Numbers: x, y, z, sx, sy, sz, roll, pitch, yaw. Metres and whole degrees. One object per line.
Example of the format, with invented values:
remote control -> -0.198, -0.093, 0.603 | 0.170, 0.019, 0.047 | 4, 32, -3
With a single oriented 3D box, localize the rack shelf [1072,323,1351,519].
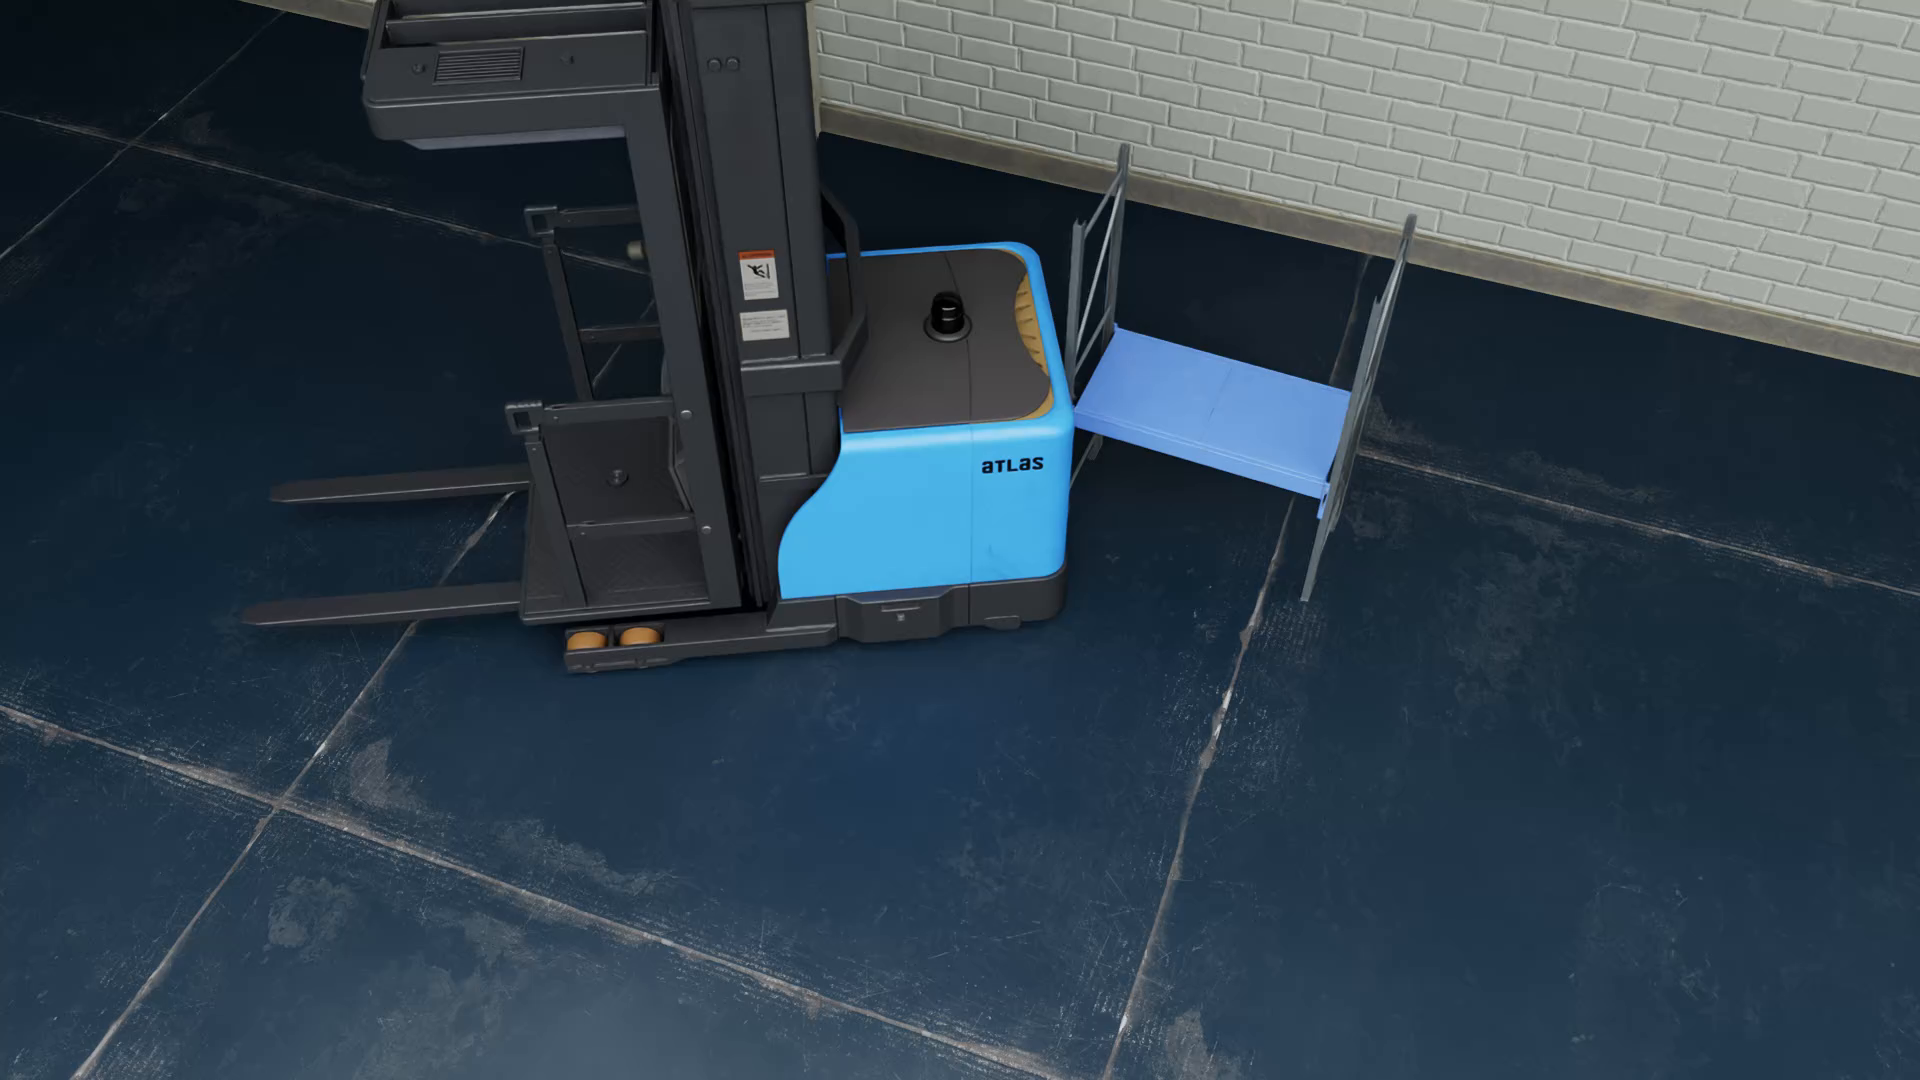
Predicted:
rack shelf -> 0.956, -0.461, 6.262 | 1.000, 0.185, 0.538 | 18, 51, 15

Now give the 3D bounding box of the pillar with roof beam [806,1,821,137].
pillar with roof beam -> -2.423, -1.934, 2.337 | 0.400, 9.000, 9.100 | 16, 51, 13

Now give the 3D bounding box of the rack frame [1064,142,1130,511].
rack frame -> 0.488, -0.728, 6.255 | 0.032, 1.500, 0.500 | 18, 51, 15

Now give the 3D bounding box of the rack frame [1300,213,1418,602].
rack frame -> 1.424, -0.429, 5.996 | 0.032, 1.500, 0.500 | 18, 51, 15

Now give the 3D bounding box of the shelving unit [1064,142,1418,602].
shelving unit -> 0.956, -0.579, 6.126 | 1.048, 1.500, 0.538 | 18, 51, 15

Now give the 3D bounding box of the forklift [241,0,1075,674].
forklift -> -1.152, -0.890, 5.448 | 3.031, 2.935, 1.130 | -5, 49, -4
